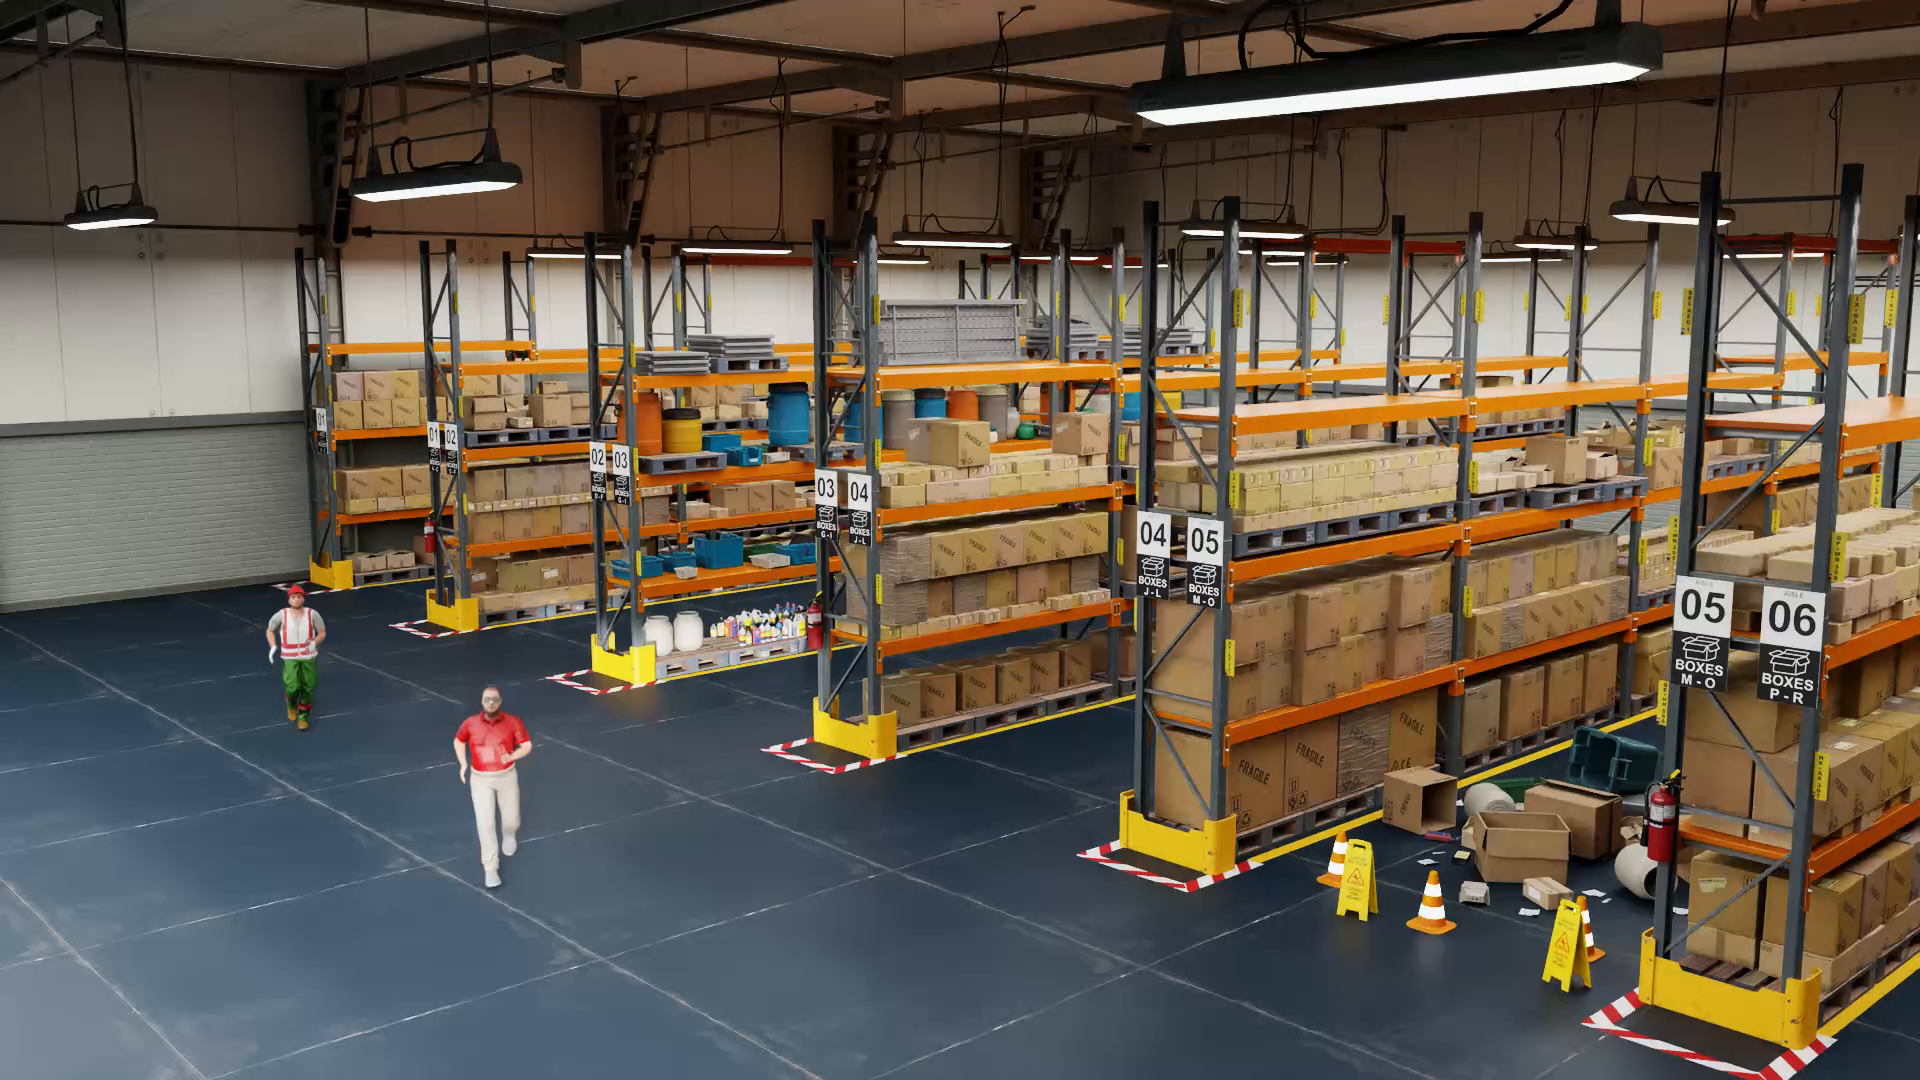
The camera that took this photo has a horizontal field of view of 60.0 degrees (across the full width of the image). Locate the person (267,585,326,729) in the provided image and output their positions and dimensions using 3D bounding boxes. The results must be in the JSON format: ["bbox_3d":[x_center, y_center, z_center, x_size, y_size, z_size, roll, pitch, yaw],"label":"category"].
[{"bbox_3d":[-7.855,1.412,19.764,0.650,1.740,0.577,-4,9,-26],"label":"person"}]

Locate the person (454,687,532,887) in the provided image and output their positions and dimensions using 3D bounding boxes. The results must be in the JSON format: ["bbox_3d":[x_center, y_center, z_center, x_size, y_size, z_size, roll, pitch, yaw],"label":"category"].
[{"bbox_3d":[-4.165,2.150,14.873,0.674,1.696,0.921,-2,9,-15],"label":"person"}]

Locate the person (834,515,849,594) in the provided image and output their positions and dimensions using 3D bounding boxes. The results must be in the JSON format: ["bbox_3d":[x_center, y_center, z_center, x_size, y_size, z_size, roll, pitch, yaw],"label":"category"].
[{"bbox_3d":[-1.919,0.018,27.591,0.617,1.682,0.696,5,10,32],"label":"person"}]
